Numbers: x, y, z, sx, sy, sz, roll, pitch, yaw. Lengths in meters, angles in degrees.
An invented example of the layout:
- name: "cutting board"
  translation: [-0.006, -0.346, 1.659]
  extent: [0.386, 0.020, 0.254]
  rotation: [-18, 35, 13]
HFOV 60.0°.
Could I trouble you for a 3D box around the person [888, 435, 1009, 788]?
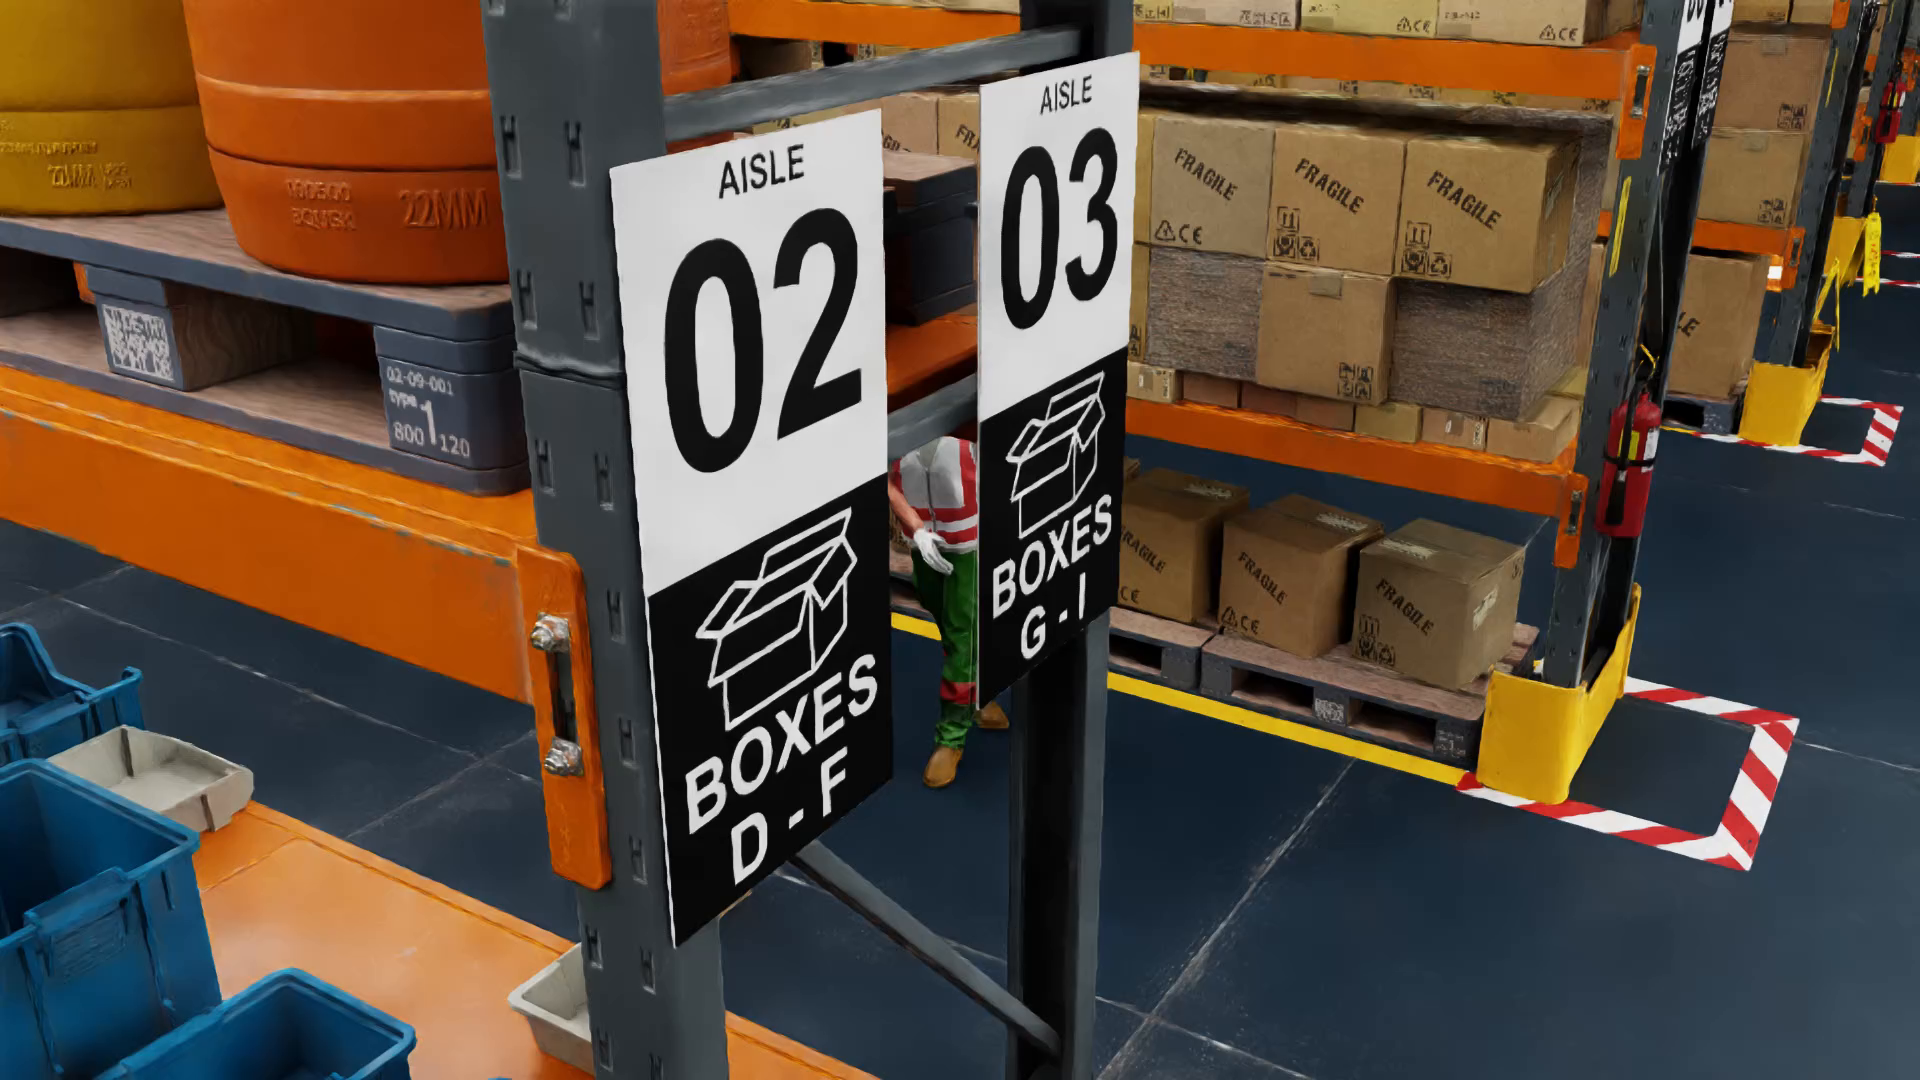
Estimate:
- name: "person"
  translation: [-0.031, 0.023, 6.490]
  extent: [0.603, 1.772, 0.721]
  rotation: [10, 25, 22]
